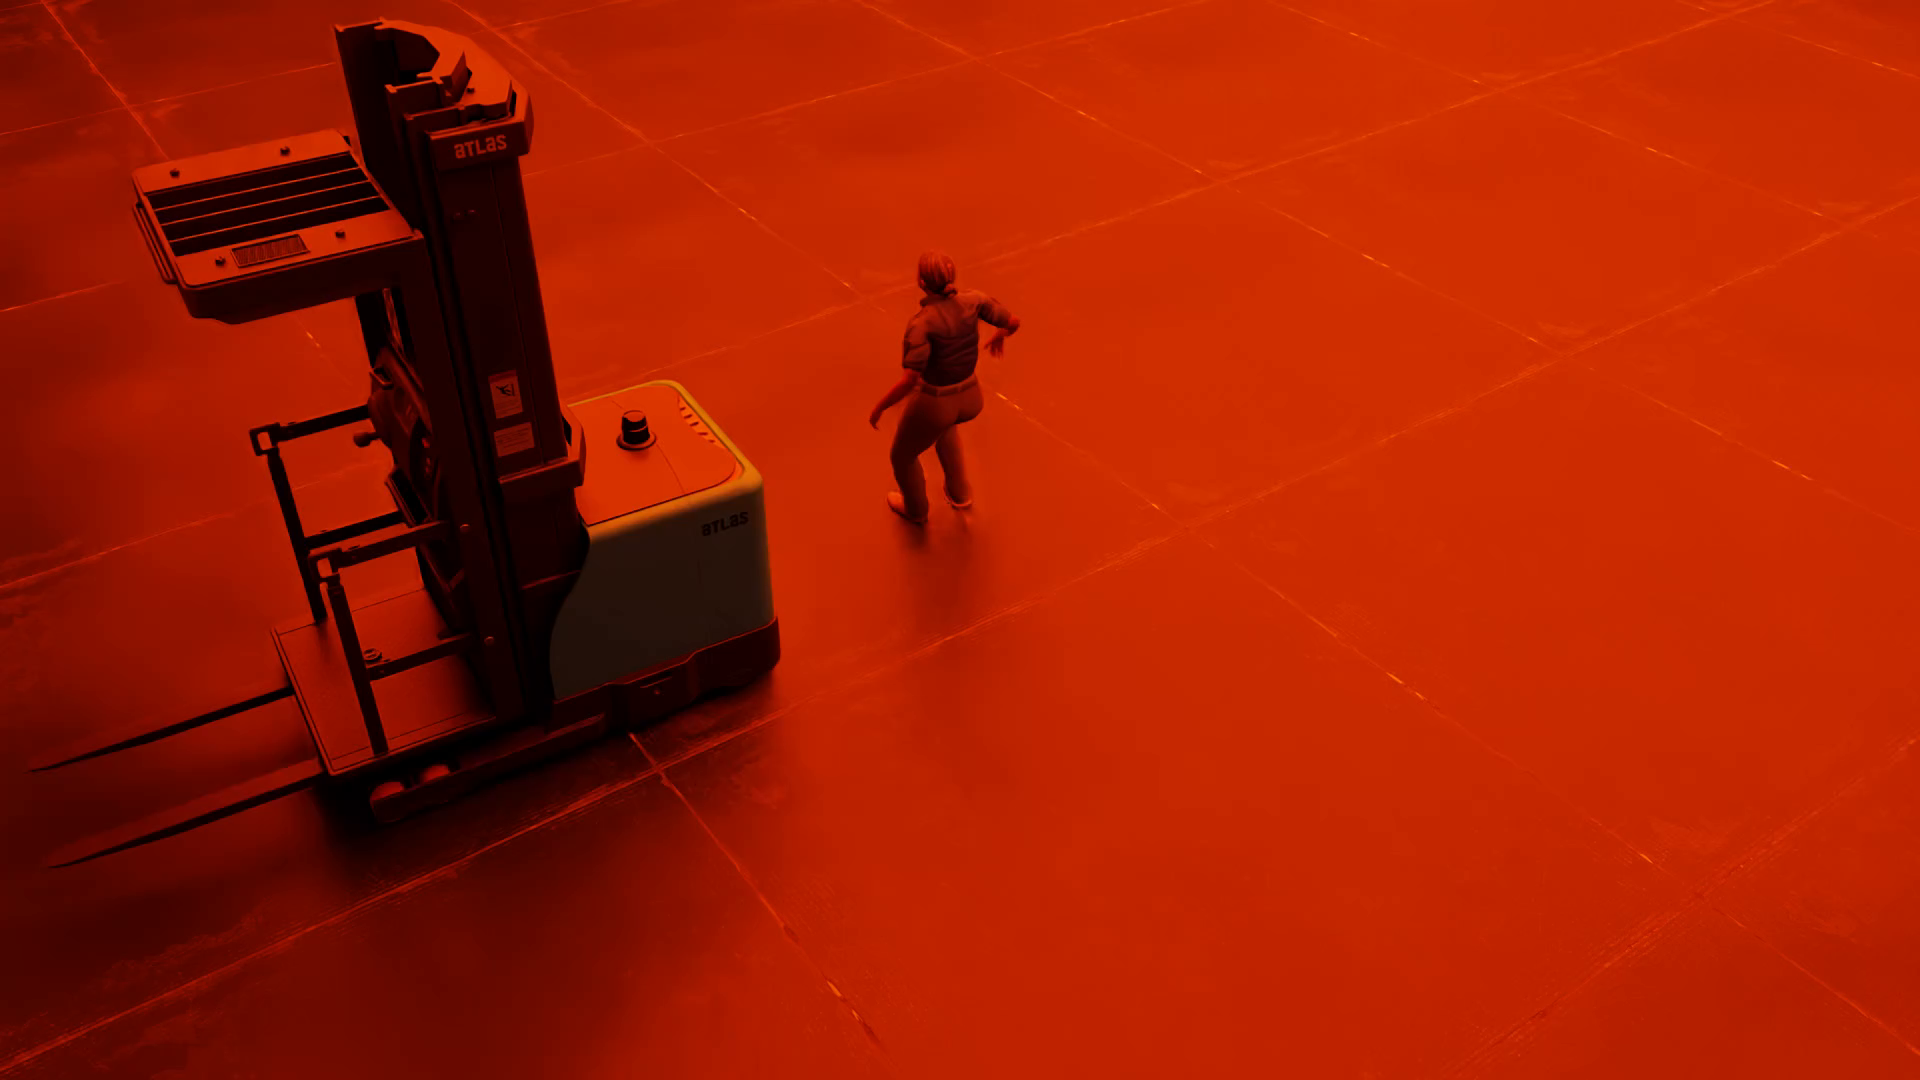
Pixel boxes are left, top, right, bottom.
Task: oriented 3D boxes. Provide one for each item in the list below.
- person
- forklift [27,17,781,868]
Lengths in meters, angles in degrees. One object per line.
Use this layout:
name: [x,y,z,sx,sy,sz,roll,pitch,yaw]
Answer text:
person: [-0.136,-0.727,8.088,0.824,1.607,0.615,-22,42,-27]
forklift: [-2.346,-0.380,6.458,3.031,2.935,1.130,-19,41,-24]
